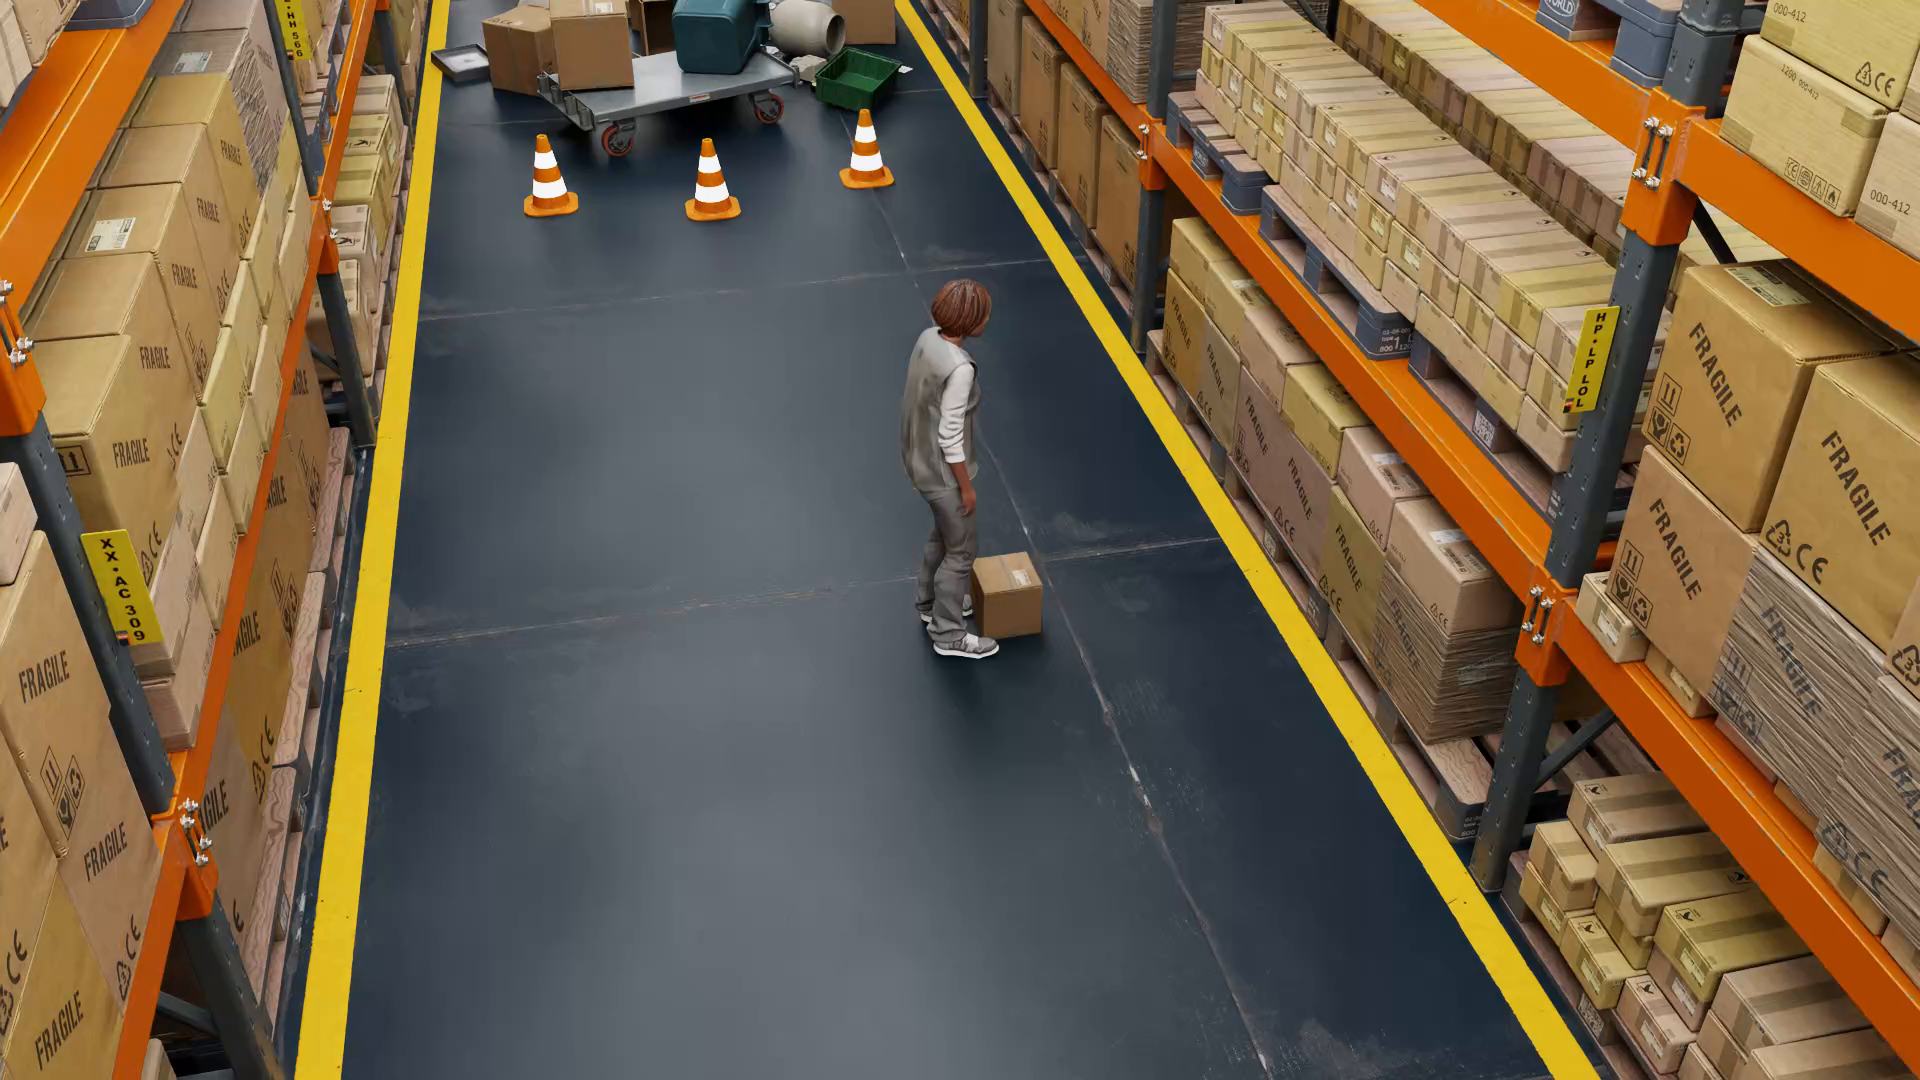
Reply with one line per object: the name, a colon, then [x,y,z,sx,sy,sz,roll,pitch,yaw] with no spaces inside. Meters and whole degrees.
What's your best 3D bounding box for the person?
person: [-0.047,-0.278,6.554,0.347,1.592,0.473,-9,36,-13]
